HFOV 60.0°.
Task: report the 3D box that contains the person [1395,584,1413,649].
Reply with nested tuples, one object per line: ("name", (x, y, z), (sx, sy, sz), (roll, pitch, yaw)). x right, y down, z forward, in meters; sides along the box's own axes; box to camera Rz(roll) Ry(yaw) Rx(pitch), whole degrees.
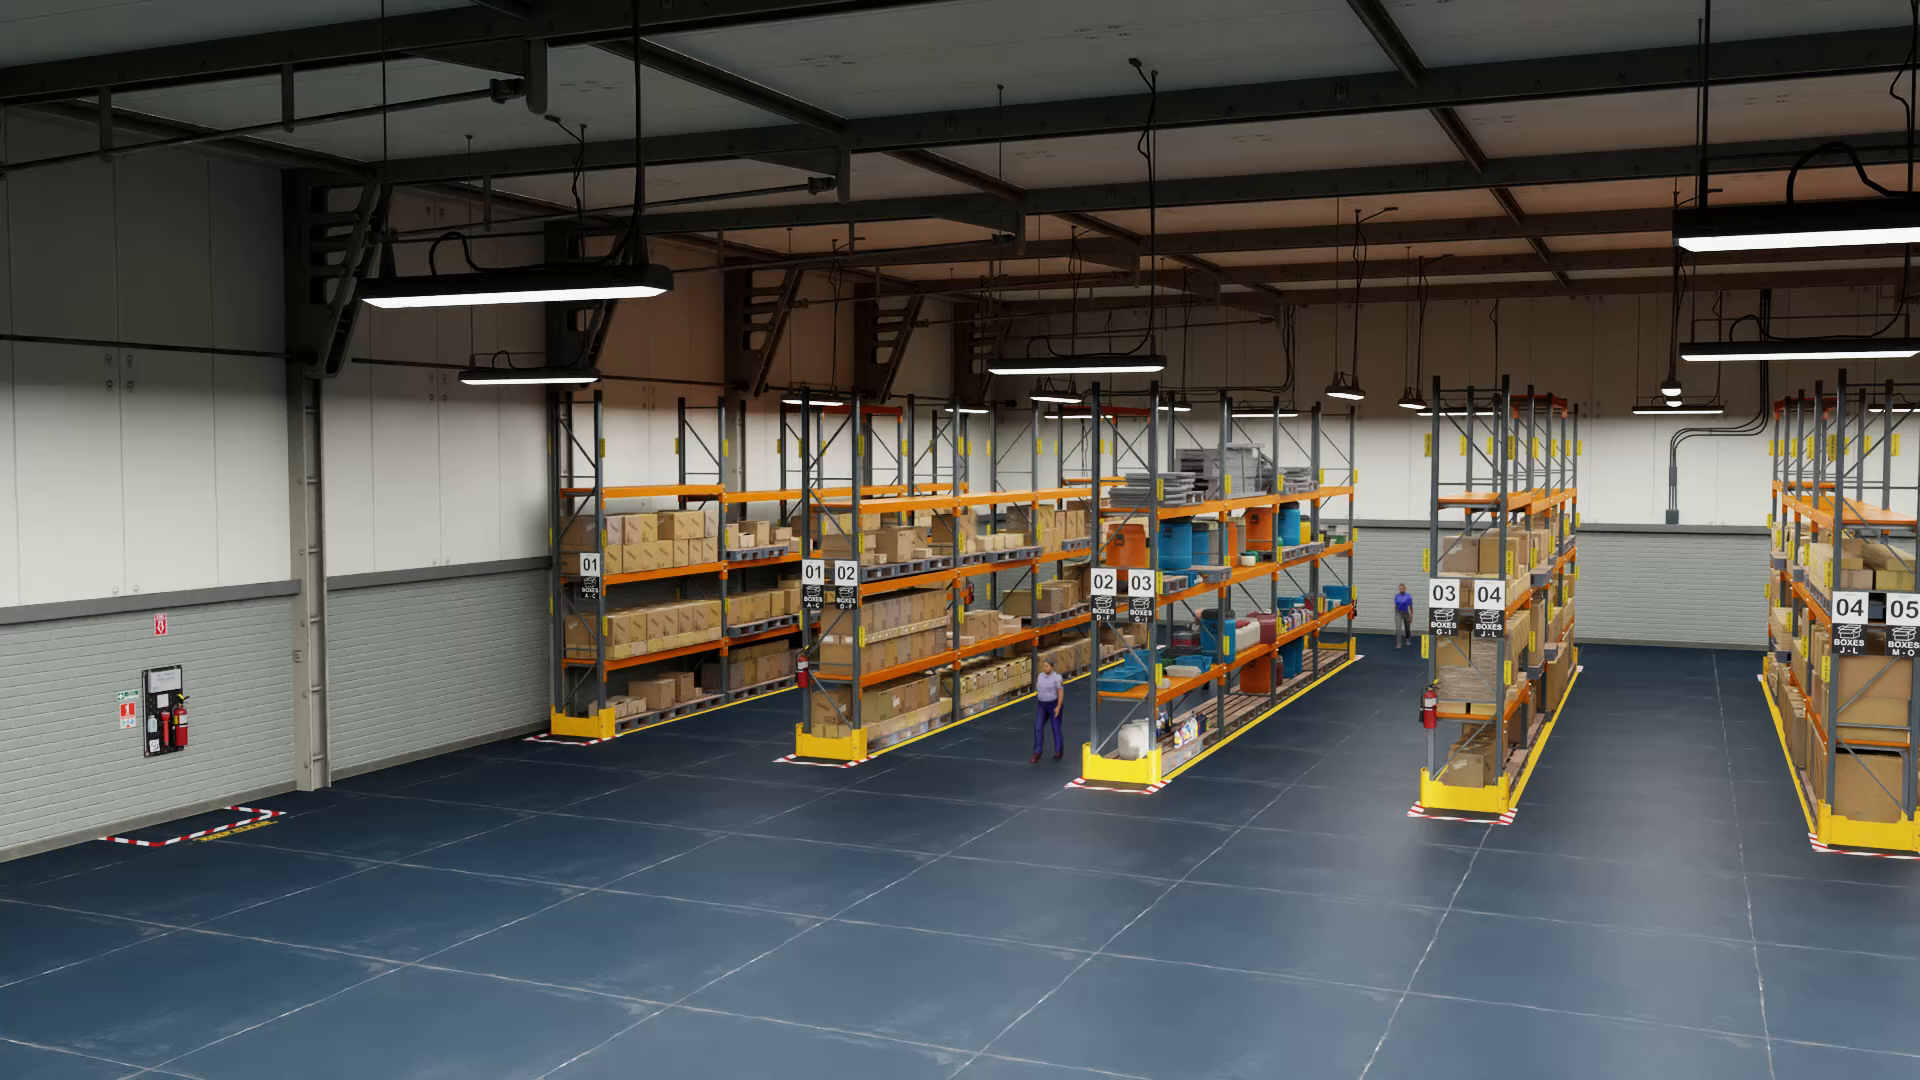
("person", (11.095, 1.887, 41.541), (0.445, 1.611, 0.863), (1, 3, 21))

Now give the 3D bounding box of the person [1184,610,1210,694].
("person", (4.826, 2.267, 33.911), (0.563, 1.679, 1.004), (2, 4, 32))

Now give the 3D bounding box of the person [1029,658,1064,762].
("person", (1.409, 2.712, 26.640), (0.524, 1.616, 0.741), (2, 4, 31))
